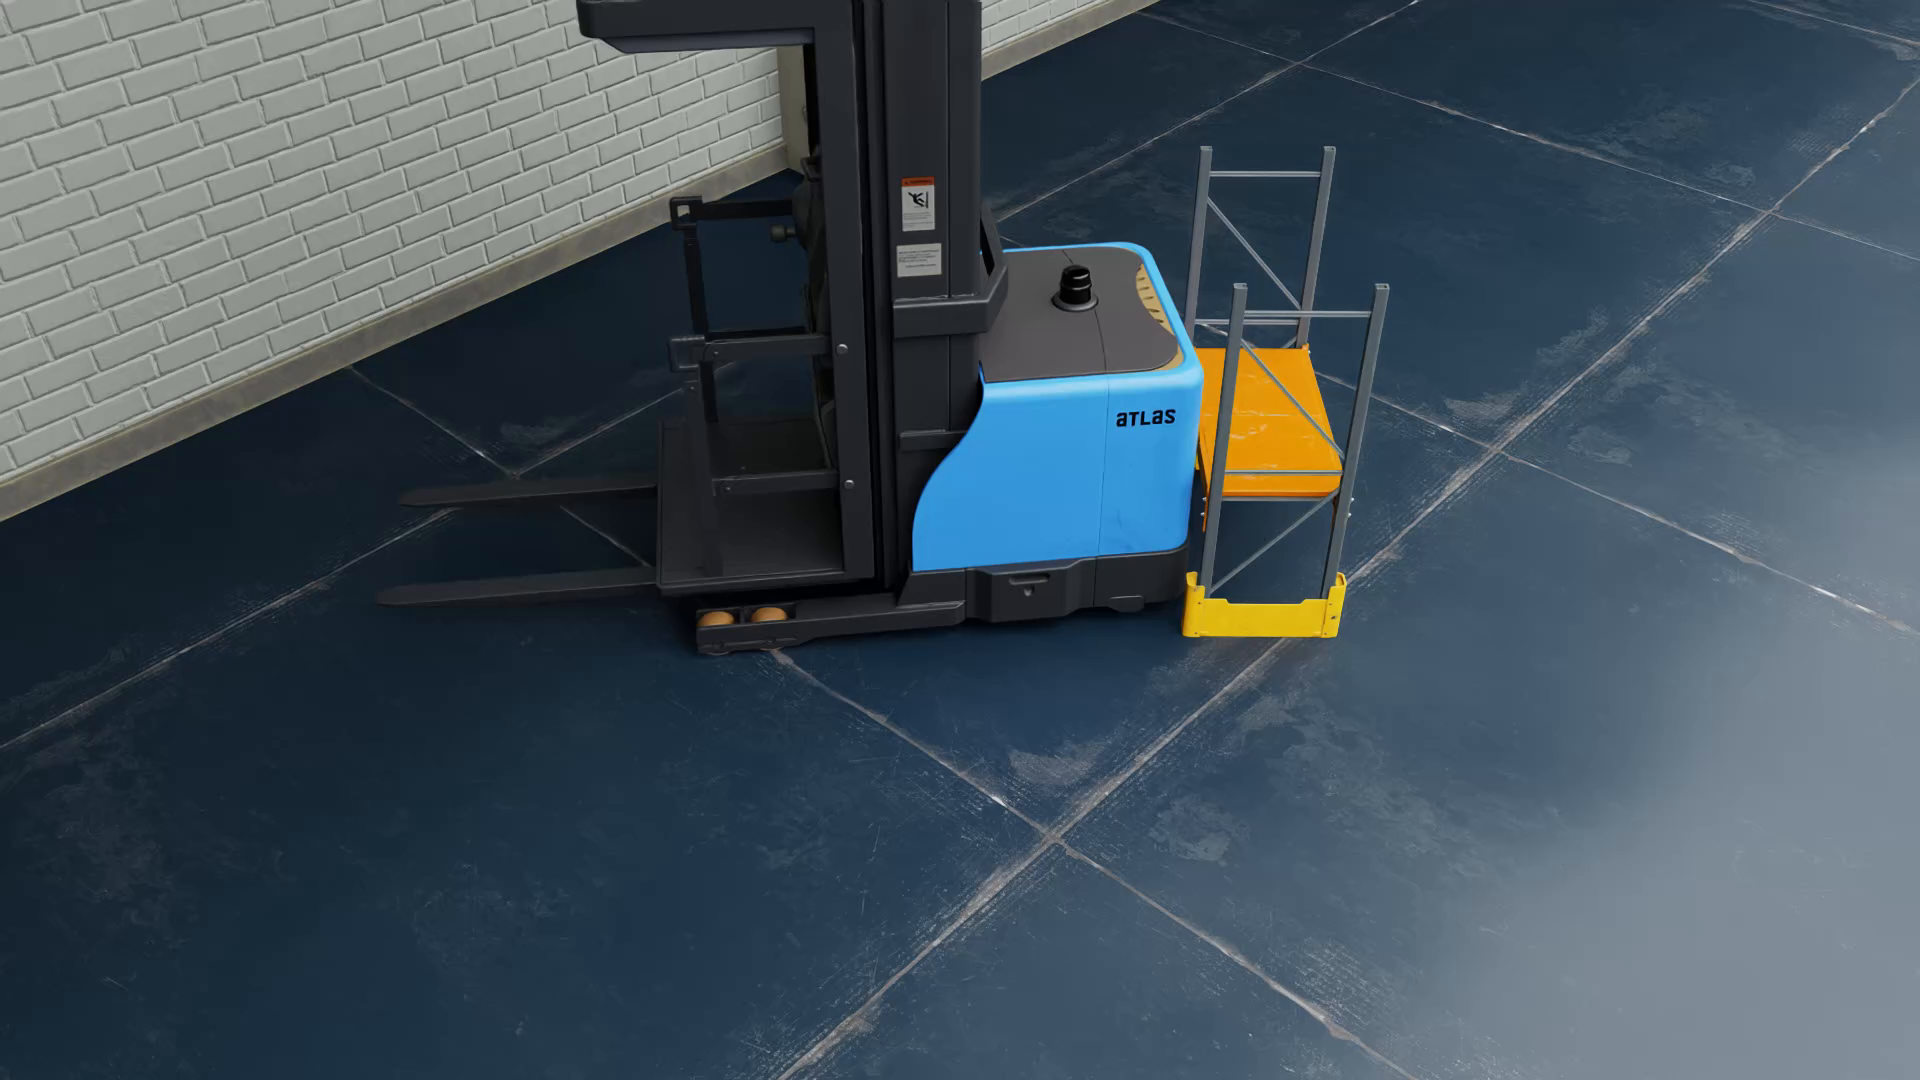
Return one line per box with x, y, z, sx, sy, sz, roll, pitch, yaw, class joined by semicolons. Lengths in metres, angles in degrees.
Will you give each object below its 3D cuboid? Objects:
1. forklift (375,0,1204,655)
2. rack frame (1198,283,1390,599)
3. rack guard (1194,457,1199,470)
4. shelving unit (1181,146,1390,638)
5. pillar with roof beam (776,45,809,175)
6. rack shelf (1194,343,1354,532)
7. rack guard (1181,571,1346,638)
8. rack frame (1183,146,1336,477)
-0.688;-1.067;5.737;3.031;2.935;1.130;-5;39;-6;forklift
1.135;-0.234;5.839;0.500;1.500;0.032;0;38;0;rack frame
1.142;-0.376;7.023;0.587;0.250;0.087;0;38;0;rack guard
1.139;-0.556;6.244;0.587;1.500;1.083;0;38;0;shelving unit
2.429;-3.861;4.375;9.100;9.000;0.400;30;47;32;pillar with roof beam
1.139;-0.409;6.349;0.538;0.185;1.000;0;38;0;rack shelf
1.135;0.243;6.243;0.587;0.250;0.087;0;38;0;rack guard
1.142;-0.866;6.635;0.500;1.500;0.032;0;38;0;rack frame
